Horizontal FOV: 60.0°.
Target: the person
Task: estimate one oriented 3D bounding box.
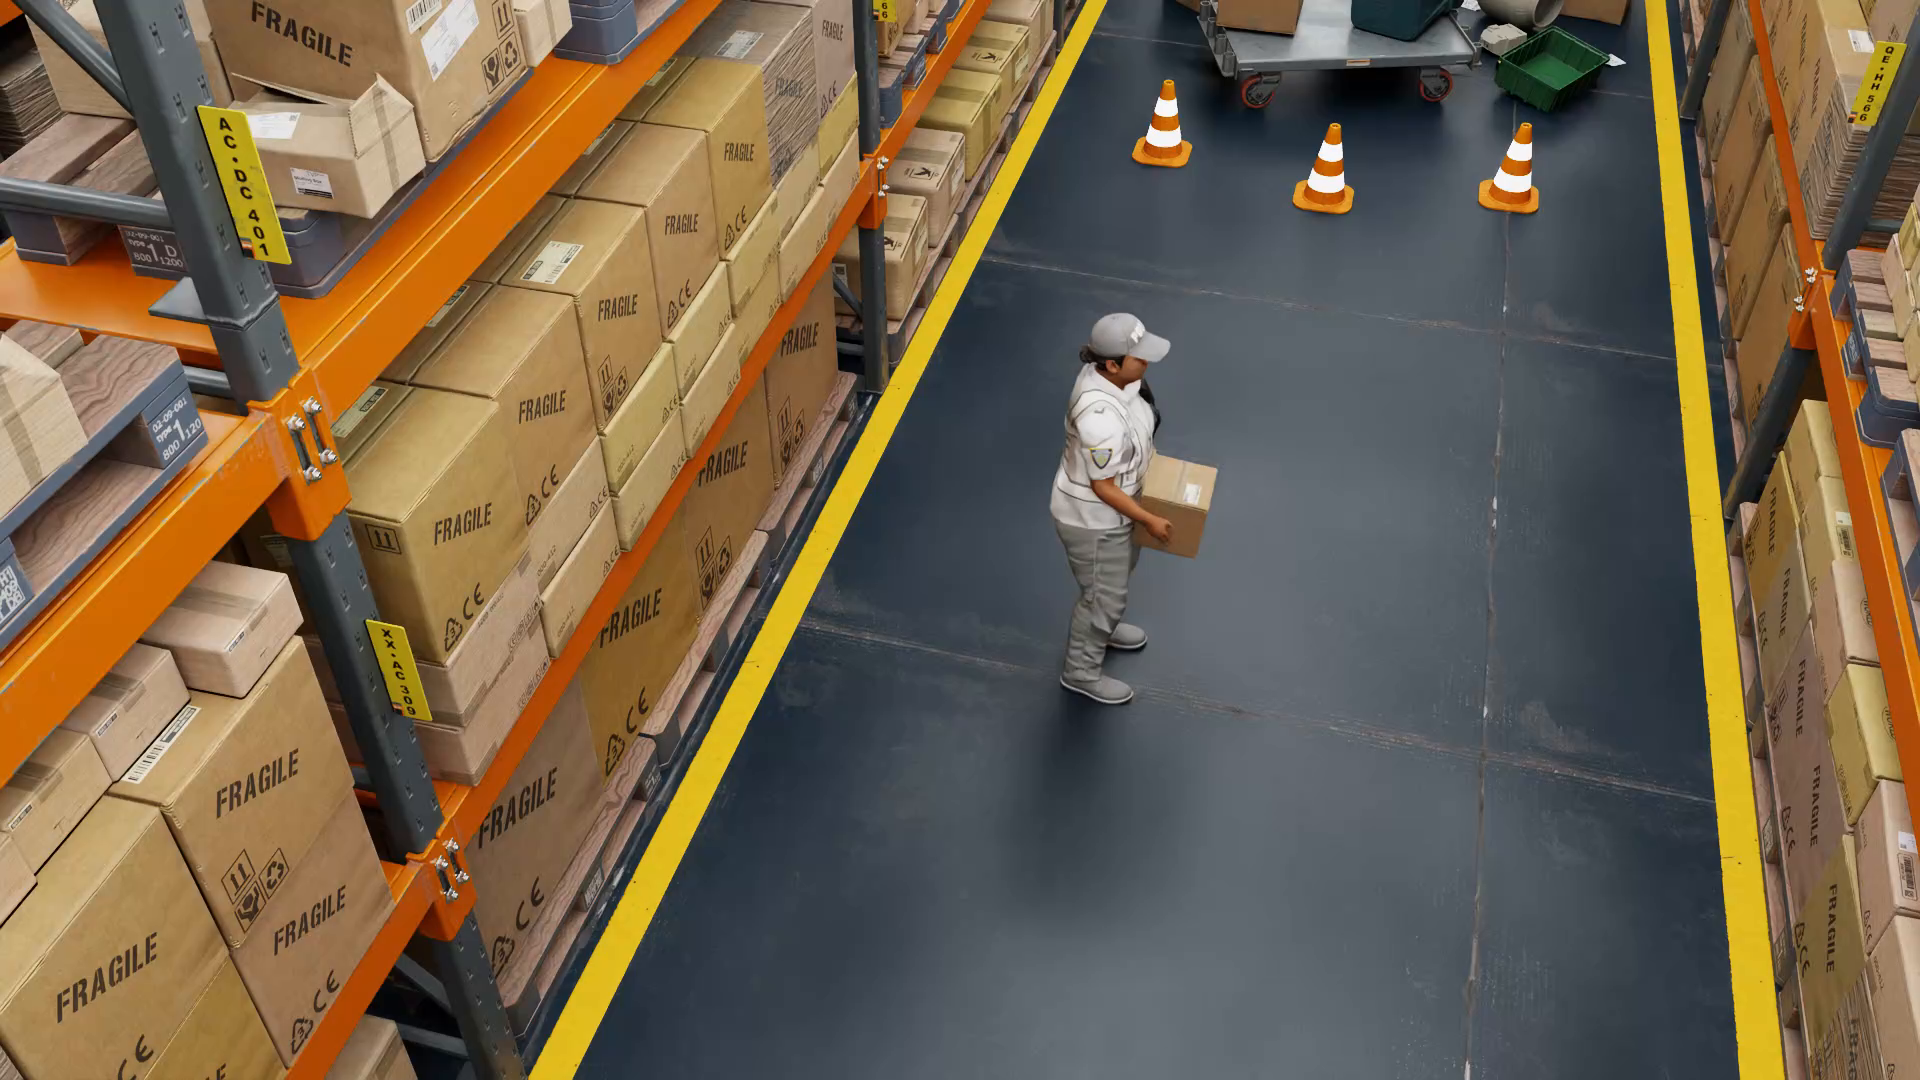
[{"bbox_3d":[0.593,-0.131,6.299,0.490,1.671,0.493,10,42,11],"label":"person"}]
